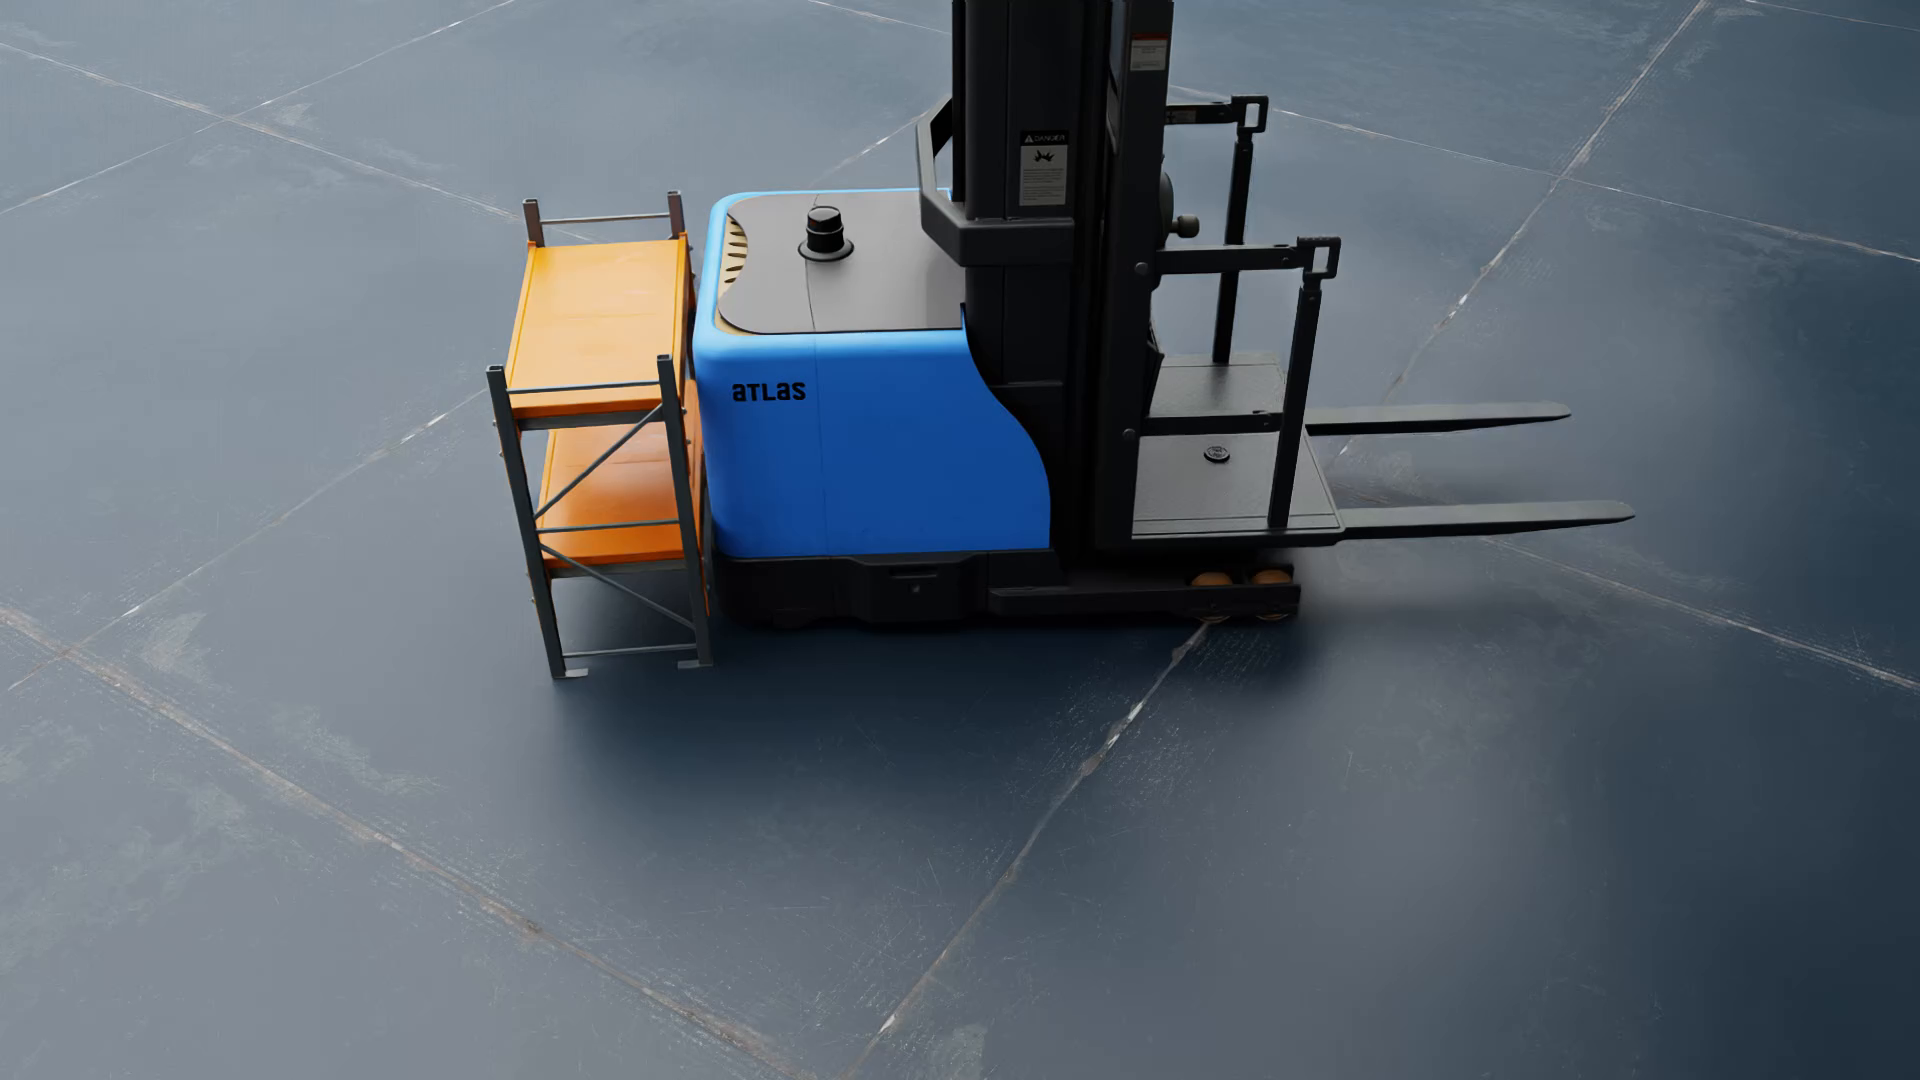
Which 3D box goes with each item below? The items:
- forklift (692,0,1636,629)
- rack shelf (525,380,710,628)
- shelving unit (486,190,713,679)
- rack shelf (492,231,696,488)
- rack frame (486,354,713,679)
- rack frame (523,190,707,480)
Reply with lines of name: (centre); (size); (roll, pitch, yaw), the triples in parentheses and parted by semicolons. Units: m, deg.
forklift: (0.703, -1.216, 4.926); (3.031, 2.935, 1.130); (-2, 38, -3)
rack shelf: (-1.084, -0.154, 5.424); (0.538, 0.278, 1.000); (-4, 38, -5)
shelving unit: (-1.087, -0.347, 5.274); (0.538, 1.125, 1.048); (-4, 38, -5)
rack shelf: (-1.089, -0.579, 5.095); (0.538, 0.278, 1.000); (-4, 38, -5)
rack frame: (-1.031, -0.039, 4.874); (0.500, 1.125, 0.032); (-4, 38, -5)
rack frame: (-1.142, -0.656, 5.675); (0.500, 1.125, 0.032); (-4, 38, -5)
